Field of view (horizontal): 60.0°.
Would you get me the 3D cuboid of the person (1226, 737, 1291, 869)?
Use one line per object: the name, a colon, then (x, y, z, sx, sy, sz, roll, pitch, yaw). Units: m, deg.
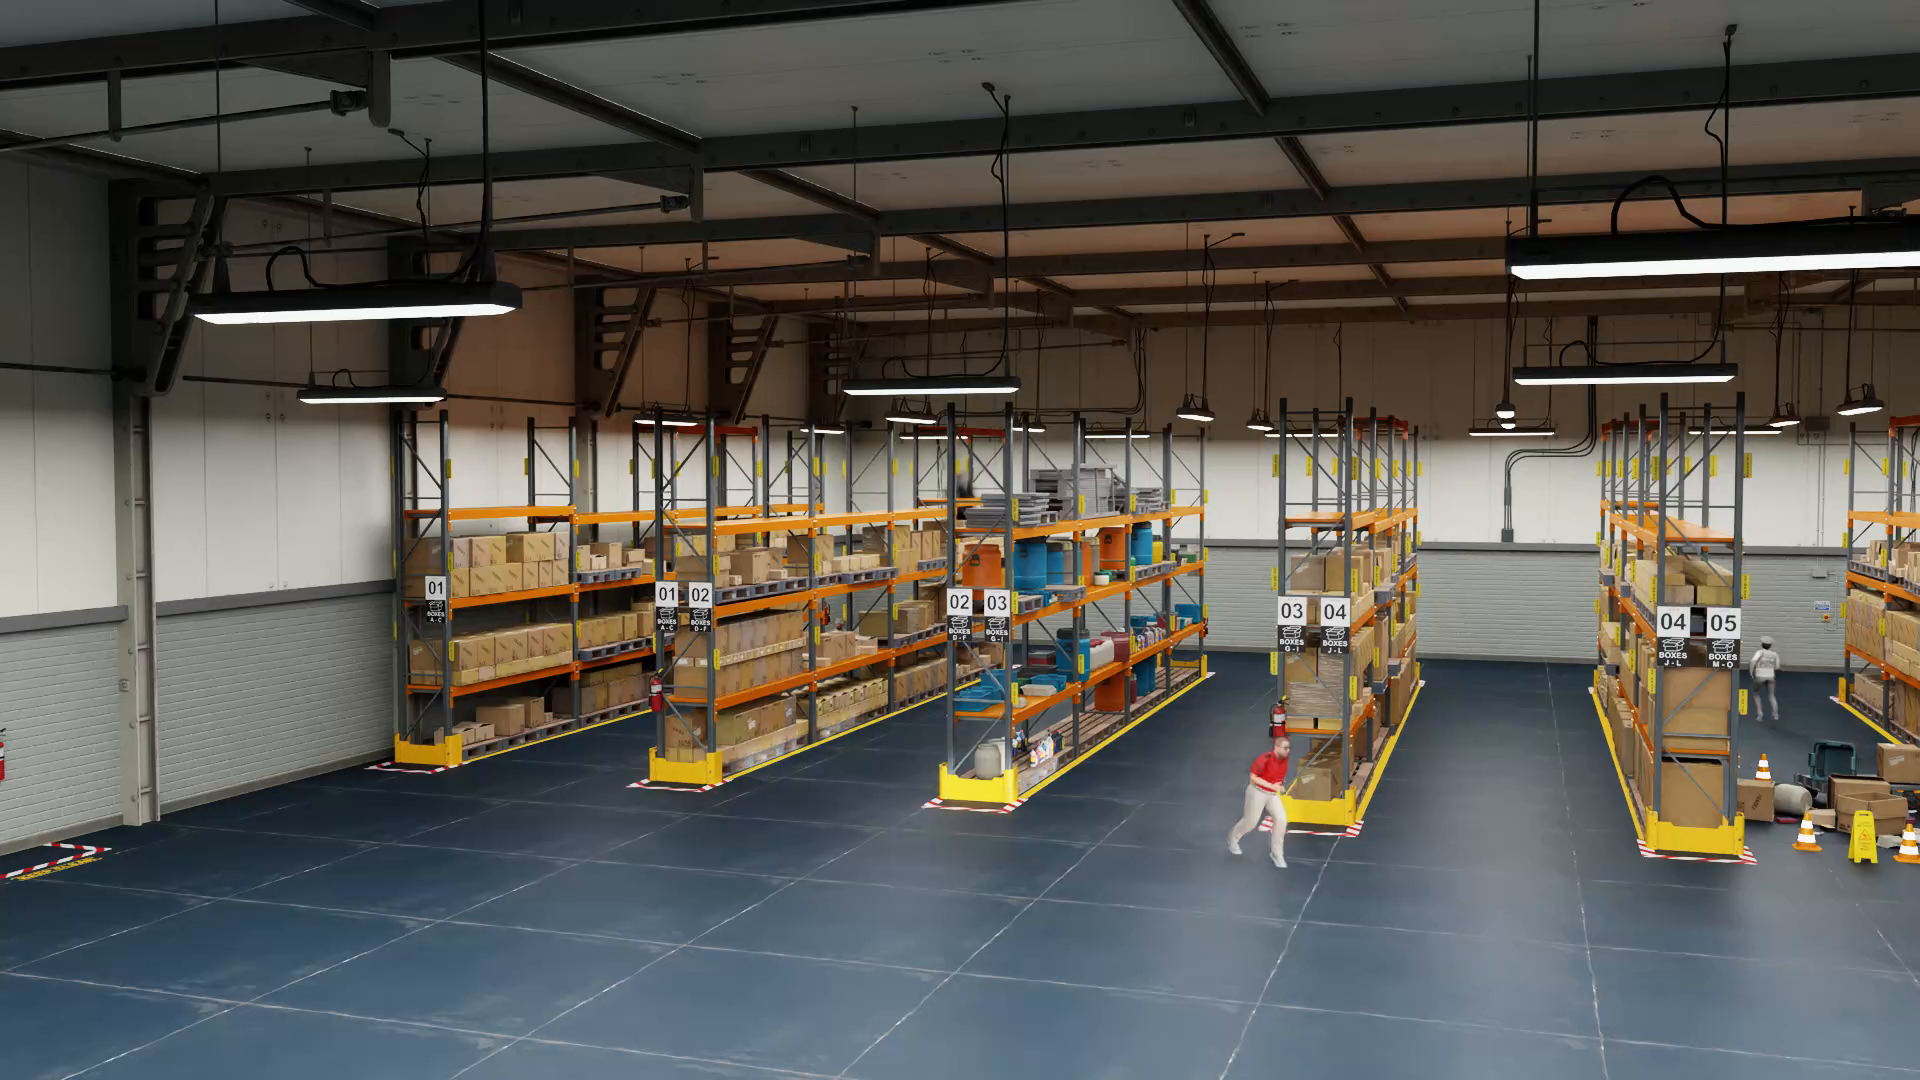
person: (3.809, 3.303, 21.181, 0.706, 1.698, 1.006, -2, 3, -39)

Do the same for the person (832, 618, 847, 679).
person: (-2.680, 2.574, 37.126, 0.601, 1.704, 0.817, 1, 3, 22)

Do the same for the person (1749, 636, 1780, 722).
person: (15.797, 2.760, 32.631, 0.620, 1.725, 0.759, 0, 2, 10)
